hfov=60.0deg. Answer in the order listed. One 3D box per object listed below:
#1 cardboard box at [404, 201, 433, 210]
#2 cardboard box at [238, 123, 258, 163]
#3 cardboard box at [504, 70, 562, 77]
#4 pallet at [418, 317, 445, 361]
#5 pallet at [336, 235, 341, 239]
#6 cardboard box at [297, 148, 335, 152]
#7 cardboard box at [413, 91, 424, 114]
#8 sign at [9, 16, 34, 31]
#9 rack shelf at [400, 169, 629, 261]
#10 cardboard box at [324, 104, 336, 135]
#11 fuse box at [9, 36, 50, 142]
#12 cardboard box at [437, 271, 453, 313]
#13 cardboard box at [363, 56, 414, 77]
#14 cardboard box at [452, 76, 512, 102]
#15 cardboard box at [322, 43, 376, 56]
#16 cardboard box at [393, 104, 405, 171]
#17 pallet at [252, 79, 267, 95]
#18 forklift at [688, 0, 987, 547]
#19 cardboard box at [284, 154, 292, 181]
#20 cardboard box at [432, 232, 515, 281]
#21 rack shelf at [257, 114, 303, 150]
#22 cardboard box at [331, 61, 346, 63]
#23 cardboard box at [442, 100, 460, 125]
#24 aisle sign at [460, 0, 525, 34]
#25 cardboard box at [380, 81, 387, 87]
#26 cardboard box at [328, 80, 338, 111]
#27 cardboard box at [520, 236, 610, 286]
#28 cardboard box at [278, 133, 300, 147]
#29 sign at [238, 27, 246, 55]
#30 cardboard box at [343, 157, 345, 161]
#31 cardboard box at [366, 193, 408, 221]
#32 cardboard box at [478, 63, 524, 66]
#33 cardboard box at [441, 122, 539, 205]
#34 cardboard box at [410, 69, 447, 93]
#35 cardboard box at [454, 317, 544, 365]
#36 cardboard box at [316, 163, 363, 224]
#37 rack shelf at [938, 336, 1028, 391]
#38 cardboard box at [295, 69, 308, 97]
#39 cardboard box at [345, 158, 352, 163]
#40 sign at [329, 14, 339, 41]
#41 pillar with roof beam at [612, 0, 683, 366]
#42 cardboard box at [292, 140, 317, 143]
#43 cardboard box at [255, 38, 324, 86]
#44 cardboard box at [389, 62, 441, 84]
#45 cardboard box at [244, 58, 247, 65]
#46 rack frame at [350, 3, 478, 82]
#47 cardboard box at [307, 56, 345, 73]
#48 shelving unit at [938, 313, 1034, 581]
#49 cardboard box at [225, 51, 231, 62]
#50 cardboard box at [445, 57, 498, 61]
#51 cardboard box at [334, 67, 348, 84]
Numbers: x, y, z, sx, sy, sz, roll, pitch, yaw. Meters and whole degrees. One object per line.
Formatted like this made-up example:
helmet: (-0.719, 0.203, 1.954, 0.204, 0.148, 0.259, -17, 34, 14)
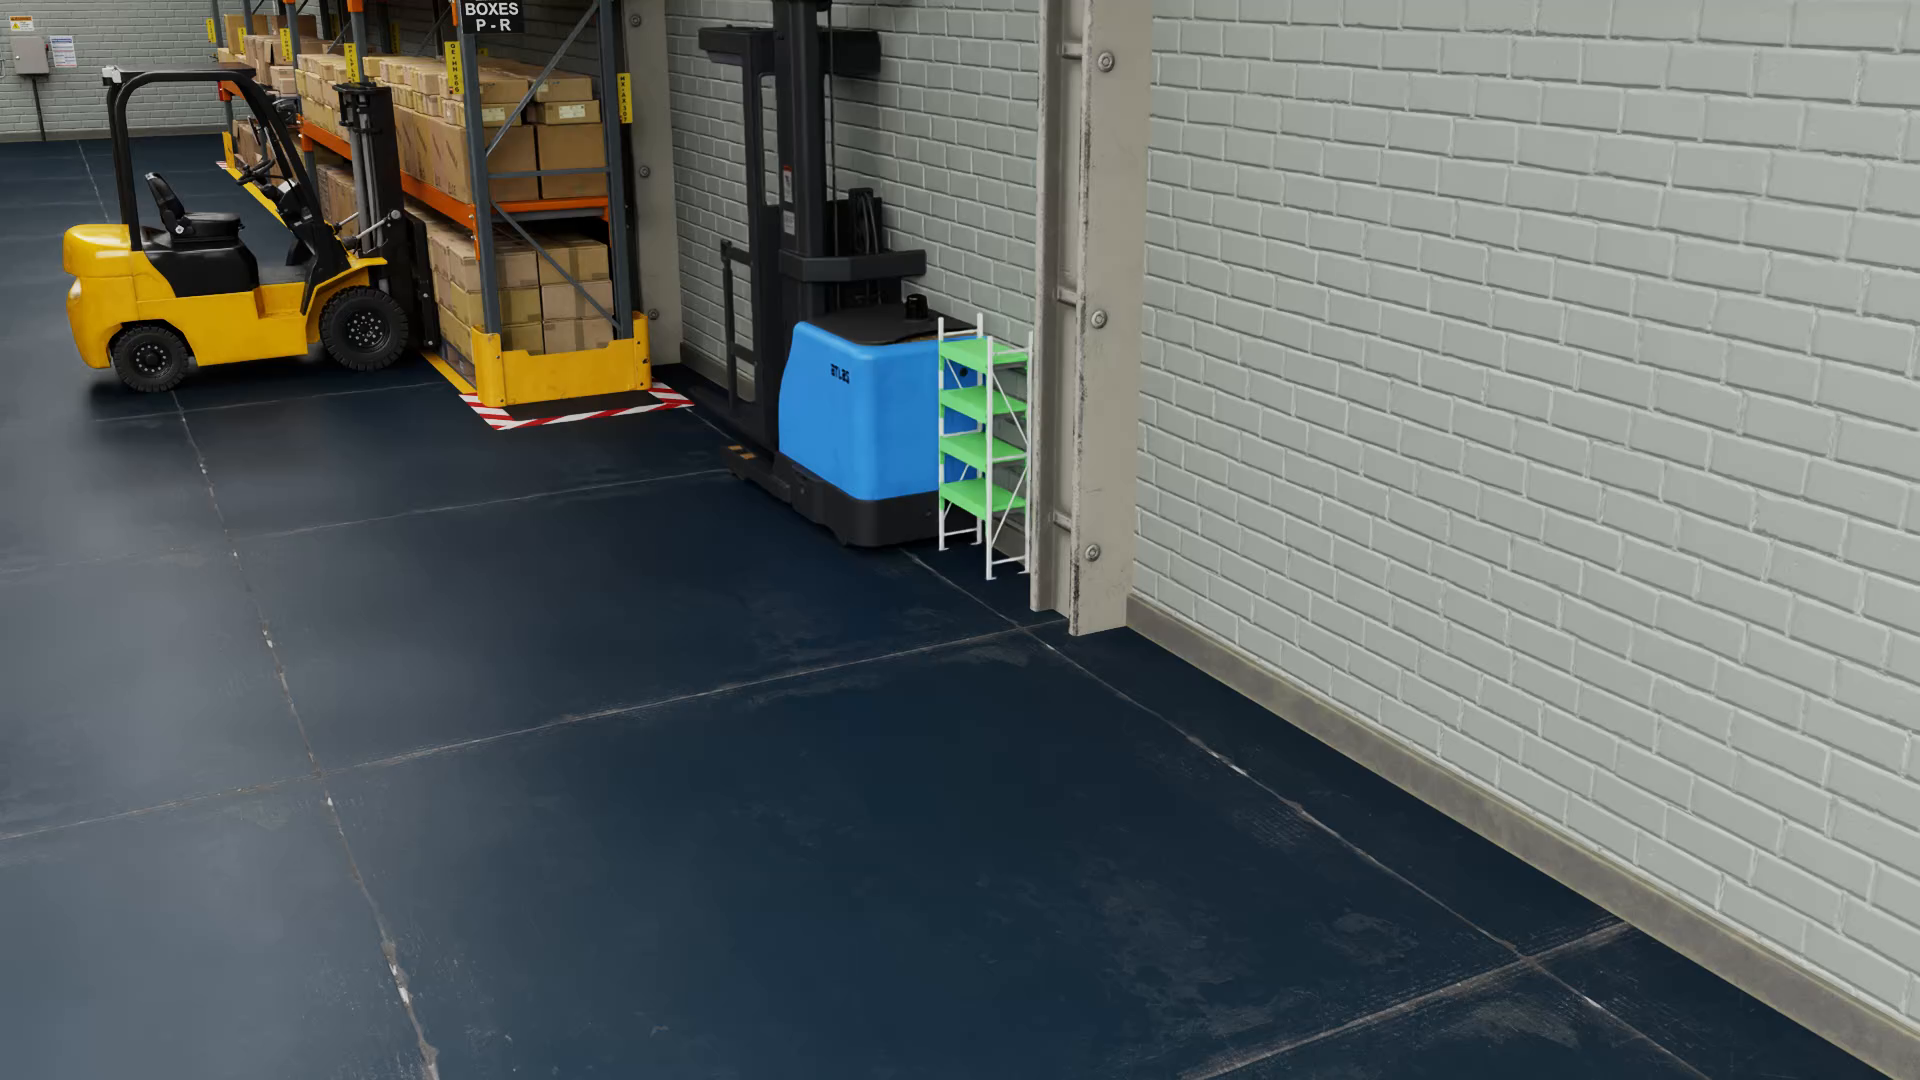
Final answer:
cardboard box: (-4.472, -2.637, 13.713, 0.500, 0.250, 0.500, -10, 21, -27)
cardboard box: (-9.779, -5.621, 23.512, 0.700, 0.500, 0.500, -9, 21, -24)
cardboard box: (-3.069, -3.304, 12.005, 0.380, 0.149, 0.250, -10, 21, -26)
pallet: (-3.736, -1.698, 13.228, 1.003, 0.211, 1.213, -10, 21, -27)
pallet: (-6.203, -3.189, 17.550, 1.003, 0.211, 1.213, -10, 21, -27)
cardboard box: (-7.260, -4.332, 18.780, 0.380, 0.149, 0.250, -11, 22, -28)
cardboard box: (-3.802, -3.228, 12.239, 0.380, 0.149, 0.250, -10, 21, -26)
sign: (-15.652, -8.616, 27.736, 0.339, 0.242, 0.001, -10, 21, -27)
rack shelf: (-3.710, -2.687, 12.923, 1.077, 0.370, 4.000, -10, 21, -27)
cardboard box: (-5.834, -4.072, 16.065, 0.500, 0.250, 0.500, -9, 21, -25)
fuse box: (-15.505, -7.566, 27.934, 0.539, 1.711, 0.414, -10, 21, -27)
cardboard box: (-3.495, -1.825, 12.127, 0.500, 0.250, 0.500, -10, 22, -27)
cardboard box: (-4.770, -3.958, 13.901, 0.380, 0.149, 0.250, -10, 21, -26)
cardboard box: (-3.260, -3.084, 11.366, 0.380, 0.149, 0.250, -10, 21, -27)
cardboard box: (-6.666, -5.167, 18.211, 0.500, 0.500, 0.500, -9, 21, -24)
cardboard box: (-4.176, -3.189, 13.121, 0.500, 0.500, 0.500, -10, 22, -27)
pallet: (-8.175, -5.561, 20.443, 1.003, 0.211, 1.213, -10, 21, -27)
forklift: (-0.753, -1.785, 9.311, 1.130, 2.935, 3.031, -10, 21, -27)
cardboard box: (-7.692, -4.296, 19.671, 0.500, 0.500, 0.500, -11, 22, -29)
cardboard box: (-3.501, -2.054, 12.024, 0.500, 0.250, 0.500, -10, 21, -26)
rack shelf: (-7.509, -4.984, 19.579, 1.077, 0.370, 4.000, -10, 21, -27)
cardboard box: (-5.836, -4.538, 16.036, 0.380, 0.149, 0.250, -10, 21, -27)
cardboard box: (-3.319, -2.932, 11.382, 0.380, 0.149, 0.250, -10, 21, -26)
aisle sign: (-2.988, -3.618, 10.532, 0.394, 0.787, 0.004, -10, 21, -27)
cardboard box: (-4.415, -3.596, 13.307, 0.380, 0.149, 0.250, -9, 21, -25)
cardboard box: (-5.606, -4.162, 15.559, 0.500, 0.250, 0.500, -10, 21, -26)
cardboard box: (-2.822, -1.992, 11.844, 0.500, 0.250, 0.500, -10, 22, -27)
cardboard box: (-8.191, -4.938, 20.537, 0.380, 0.149, 0.250, -11, 22, -29)
sign: (-8.933, -6.221, 20.734, 0.100, 0.325, 0.005, -10, 21, -27)
cardboard box: (-6.979, -4.227, 19.470, 0.500, 0.500, 0.500, -9, 21, -24)
cardboard box: (-4.917, -2.825, 15.218, 0.875, 0.625, 0.625, -9, 21, -24)
cardboard box: (-3.570, -3.601, 12.865, 0.380, 0.149, 0.250, -9, 21, -25)
cardboard box: (-3.225, -2.601, 11.417, 0.500, 0.500, 0.500, -11, 22, -28)
cardboard box: (-3.810, -3.369, 12.192, 0.380, 0.149, 0.250, -10, 21, -26)
cardboard box: (-3.262, -1.438, 11.771, 0.500, 0.250, 0.500, -10, 21, -26)
cardboard box: (-6.275, -3.644, 17.591, 0.875, 0.625, 0.625, -9, 21, -25)
rack shelf: (0.120, -0.854, 7.991, 0.258, 0.148, 0.480, -10, 21, -27)
cardboard box: (-6.586, -4.746, 17.250, 0.500, 0.250, 0.500, -10, 21, -27)
cardboard box: (-6.824, -4.411, 19.009, 0.380, 0.149, 0.250, -10, 21, -26)
sign: (-7.972, -6.532, 21.188, 0.100, 0.325, 0.005, -10, 21, -27)
pillar with roof beam: (-6.086, -4.962, 9.215, 9.100, 9.000, 0.400, -10, 21, -27)
cardboard box: (-7.694, -4.639, 19.671, 0.380, 0.149, 0.250, -10, 21, -26)
cardboard box: (-7.807, -5.596, 19.454, 0.700, 0.500, 0.500, -10, 21, -27)
cardboard box: (-4.258, -3.665, 13.052, 0.380, 0.149, 0.250, -10, 22, -28)
cardboard box: (-8.915, -6.076, 21.415, 0.500, 0.250, 0.500, -9, 21, -25)
rack frame: (-4.660, -3.601, 14.470, 1.000, 3.000, 0.127, -10, 21, -27)
cardboard box: (-6.395, -4.820, 16.854, 0.380, 0.149, 0.250, -9, 21, -25)
shelving unit: (0.120, -0.461, 8.127, 0.258, 1.200, 0.503, -10, 21, -27)
cardboard box: (-9.897, -6.654, 23.091, 0.500, 0.250, 0.500, -10, 22, -28)
cardboard box: (-4.022, -3.899, 13.728, 0.380, 0.149, 0.250, -10, 22, -27)
cardboard box: (-5.467, -4.224, 15.125, 0.380, 0.149, 0.250, -11, 22, -28)
